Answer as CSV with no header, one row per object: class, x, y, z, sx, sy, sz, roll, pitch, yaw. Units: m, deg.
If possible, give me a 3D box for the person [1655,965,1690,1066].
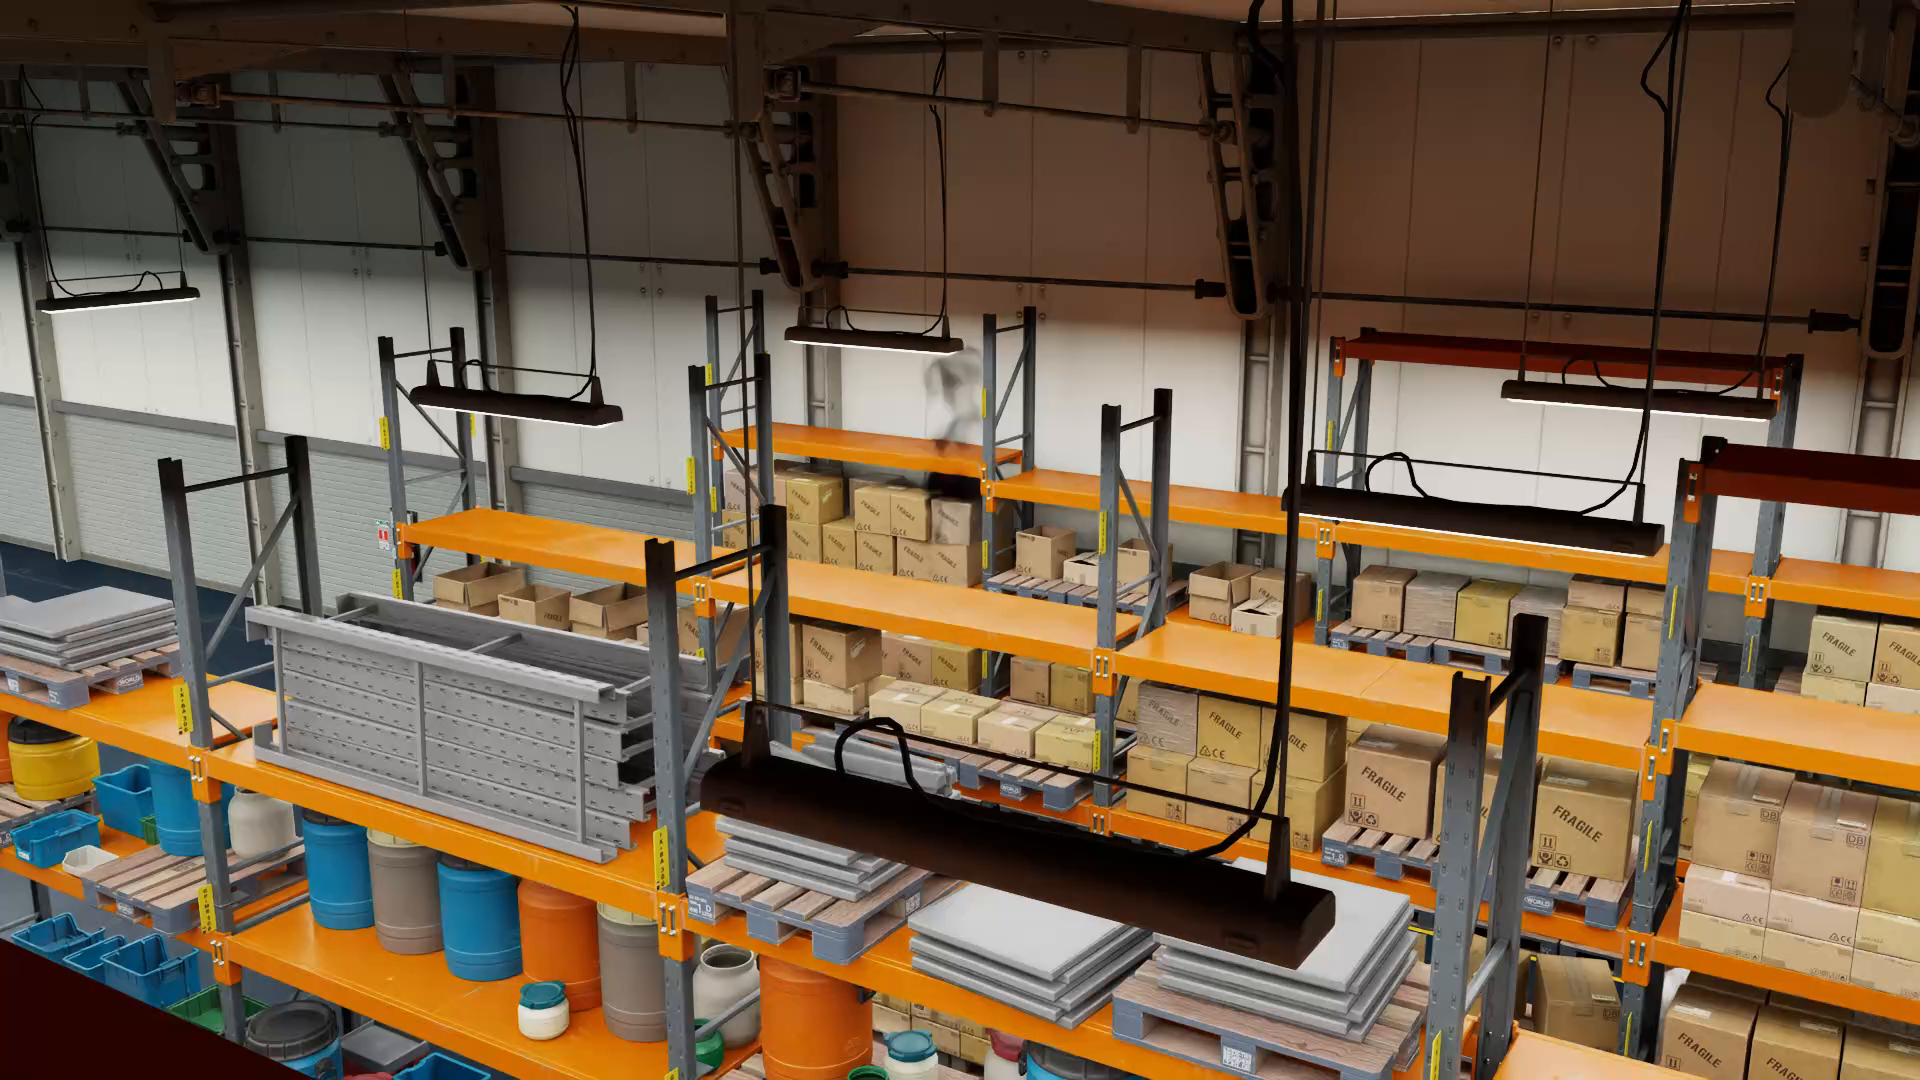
person,5.595,4.010,13.408,0.667,1.720,0.722,11,17,37
